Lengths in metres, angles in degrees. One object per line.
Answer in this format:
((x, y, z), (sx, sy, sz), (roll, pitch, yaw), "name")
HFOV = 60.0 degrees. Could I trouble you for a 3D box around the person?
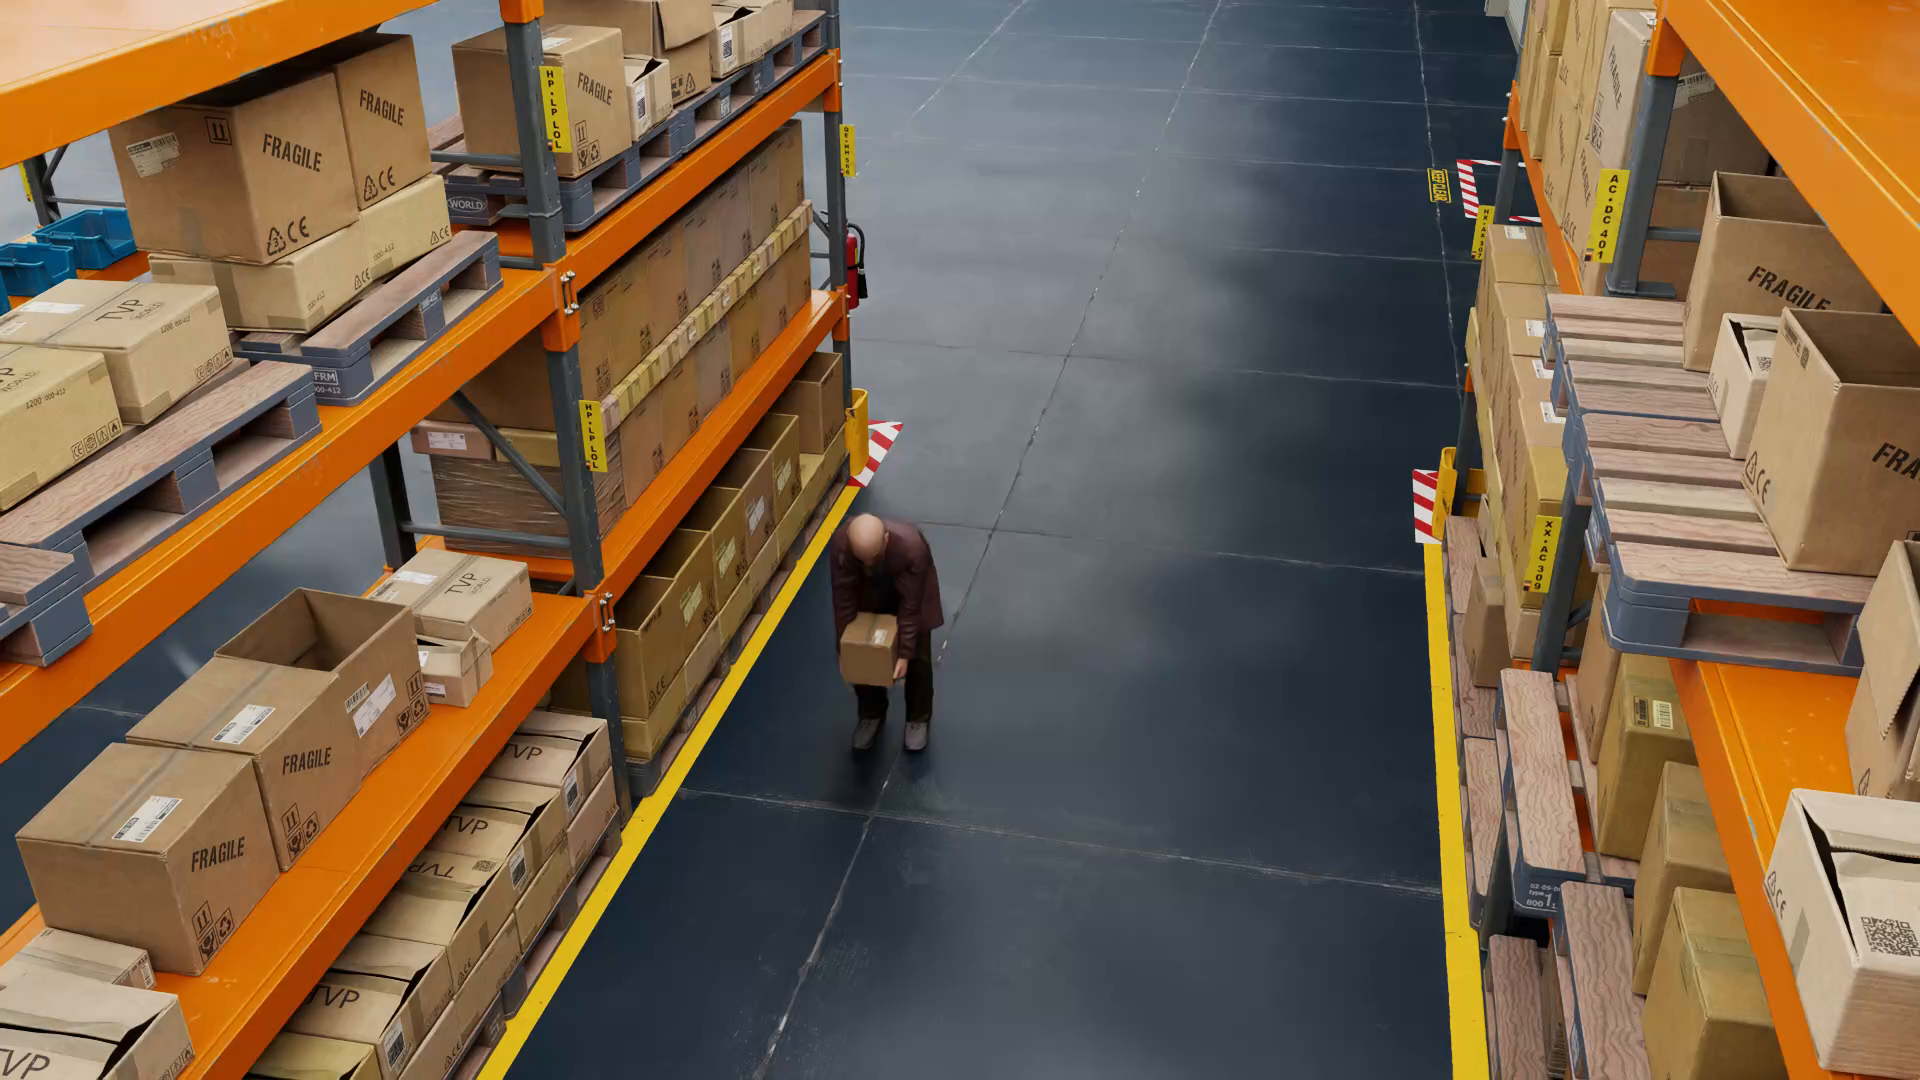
((-0.382, 0.413, 8.166), (0.545, 1.507, 0.815), (5, 29, 10), "person")
